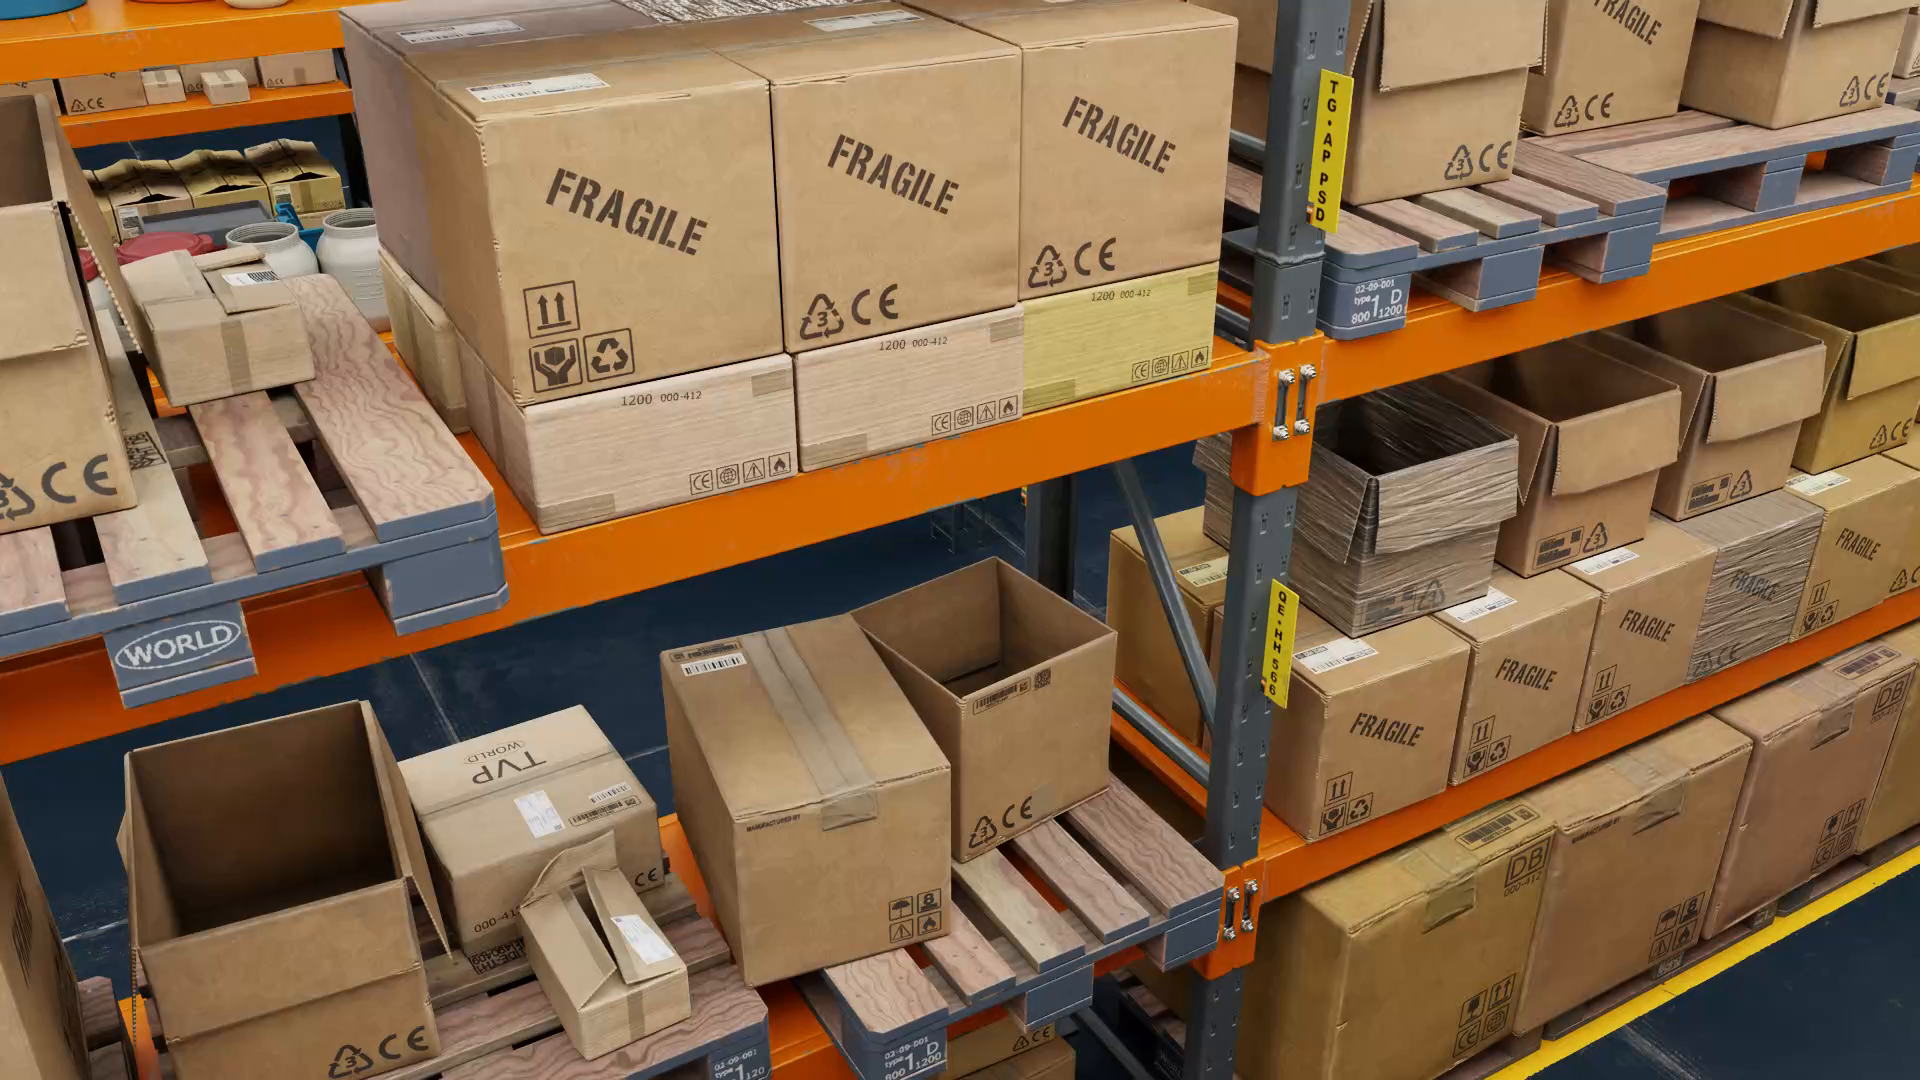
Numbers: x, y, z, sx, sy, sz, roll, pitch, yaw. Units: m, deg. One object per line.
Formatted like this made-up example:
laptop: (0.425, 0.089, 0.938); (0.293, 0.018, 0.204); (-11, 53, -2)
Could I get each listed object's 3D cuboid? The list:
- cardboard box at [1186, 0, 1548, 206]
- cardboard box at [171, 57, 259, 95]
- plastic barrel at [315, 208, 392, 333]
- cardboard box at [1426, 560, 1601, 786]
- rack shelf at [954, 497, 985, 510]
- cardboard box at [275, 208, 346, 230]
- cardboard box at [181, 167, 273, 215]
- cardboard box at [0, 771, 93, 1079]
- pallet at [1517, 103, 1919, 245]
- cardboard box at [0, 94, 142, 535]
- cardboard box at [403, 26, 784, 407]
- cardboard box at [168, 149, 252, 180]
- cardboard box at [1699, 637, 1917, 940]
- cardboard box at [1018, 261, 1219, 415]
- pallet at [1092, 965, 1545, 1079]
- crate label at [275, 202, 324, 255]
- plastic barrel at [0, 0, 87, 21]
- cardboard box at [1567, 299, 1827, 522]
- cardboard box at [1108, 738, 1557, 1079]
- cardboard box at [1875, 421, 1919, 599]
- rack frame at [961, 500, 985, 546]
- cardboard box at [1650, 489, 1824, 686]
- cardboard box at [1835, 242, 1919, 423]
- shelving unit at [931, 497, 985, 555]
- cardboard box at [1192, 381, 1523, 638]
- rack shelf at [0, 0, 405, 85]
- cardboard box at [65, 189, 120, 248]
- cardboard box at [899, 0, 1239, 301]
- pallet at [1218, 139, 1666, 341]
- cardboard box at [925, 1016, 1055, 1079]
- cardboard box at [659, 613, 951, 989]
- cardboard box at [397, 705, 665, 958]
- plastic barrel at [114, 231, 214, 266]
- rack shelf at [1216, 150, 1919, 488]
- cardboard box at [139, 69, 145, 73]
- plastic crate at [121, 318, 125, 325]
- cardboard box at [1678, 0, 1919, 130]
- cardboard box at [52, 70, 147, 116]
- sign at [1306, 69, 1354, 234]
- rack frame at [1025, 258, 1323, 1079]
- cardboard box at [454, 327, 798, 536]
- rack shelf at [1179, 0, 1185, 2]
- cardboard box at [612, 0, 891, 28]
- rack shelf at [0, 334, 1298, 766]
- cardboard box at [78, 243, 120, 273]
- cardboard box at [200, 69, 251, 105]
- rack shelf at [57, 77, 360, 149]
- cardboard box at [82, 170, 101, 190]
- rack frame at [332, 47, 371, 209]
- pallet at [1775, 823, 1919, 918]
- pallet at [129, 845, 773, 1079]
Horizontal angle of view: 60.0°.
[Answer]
cardboard box: (0.985, -1.218, 4.207); (0.637, 0.503, 0.797); (-14, 32, -23)
cardboard box: (-5.389, -3.447, 11.983); (0.500, 0.311, 0.500); (-16, 33, -27)
plastic barrel: (-2.793, -1.268, 7.827); (0.421, 0.512, 0.421); (0, 29, 0)
cardboard box: (1.496, 0.327, 4.949); (0.500, 0.500, 0.500); (-17, 33, -28)
rack shelf: (-0.012, -0.273, 8.591); (0.180, 0.103, 0.258); (-16, 33, -26)
cardboard box: (-4.850, -2.374, 12.358); (0.500, 0.250, 0.500); (-15, 32, -25)
cardboard box: (-5.292, -2.489, 11.986); (0.500, 0.311, 0.500); (-16, 33, -27)
cardboard box: (-2.197, 0.900, 2.959); (1.000, 1.000, 1.000); (-16, 33, -26)
pallet: (1.986, -1.182, 4.878); (1.213, 0.211, 1.003); (-14, 32, -24)
cardboard box: (-1.686, -0.364, 2.660); (0.637, 0.503, 0.797); (-14, 32, -24)
cardboard box: (-0.660, -0.606, 3.019); (0.500, 0.500, 0.500); (-15, 32, -25)
cardboard box: (-5.569, -2.712, 12.390); (0.500, 0.311, 0.500); (-17, 33, -28)
cardboard box: (2.632, 0.655, 6.223); (0.875, 0.875, 1.225); (-17, 33, -28)
cardboard box: (0.210, -0.525, 3.648); (0.500, 0.250, 0.500); (-16, 33, -26)
pallet: (1.213, 1.563, 5.699); (1.213, 0.211, 1.003); (-16, 33, -26)
crate label: (-3.007, -1.445, 8.226); (0.616, 0.435, 0.502); (-16, 33, -26)
plastic barrel: (-4.006, -2.648, 6.821); (0.708, 0.901, 0.600); (-16, 33, -26)
cardboard box: (2.272, -0.477, 5.368); (0.637, 0.503, 0.797); (-15, 32, -25)
cardboard box: (1.101, 1.090, 5.435); (0.875, 0.875, 1.225); (-17, 33, -29)
cardboard box: (3.249, -0.173, 5.855); (0.500, 0.500, 0.500); (-15, 32, -25)
rack frame: (0.066, -0.544, 8.494); (0.006, 1.200, 0.240); (-16, 33, -26)
cardboard box: (2.368, 0.079, 5.399); (0.500, 0.500, 0.500); (-16, 33, -26)
cardboard box: (3.398, -0.799, 5.951); (0.637, 0.503, 0.797); (-17, 33, -28)
shelving unit: (-0.012, -0.522, 8.454); (0.189, 1.200, 0.258); (-16, 33, -26)
cardboard box: (1.134, -0.151, 4.778); (0.637, 0.503, 0.797); (-15, 32, -25)
rack shelf: (-3.738, -2.068, 7.033); (4.000, 0.370, 1.077); (-16, 33, -26)
cardboard box: (-6.161, -2.245, 11.544); (0.500, 0.311, 0.500); (-15, 32, -25)
cardboard box: (0.211, -0.851, 3.463); (0.500, 0.500, 0.500); (-15, 32, -25)
pallet: (1.024, -0.907, 4.379); (1.003, 0.211, 1.213); (-14, 32, -24)
cardboard box: (-0.067, 1.254, 4.729); (0.500, 0.250, 0.500); (-14, 32, -24)
cardboard box: (-0.381, 0.603, 4.014); (0.500, 0.500, 0.700); (-11, 31, -19)
cardboard box: (-1.066, 0.700, 4.098); (0.500, 0.250, 0.500); (-17, 33, -28)
plastic barrel: (-3.521, -1.068, 7.441); (0.433, 0.535, 0.433); (0, 29, 0)
rack shelf: (2.220, -0.984, 5.069); (4.000, 0.370, 1.077); (-16, 33, -26)
cardboard box: (-8.130, -4.509, 15.948); (0.500, 0.500, 0.700); (-16, 33, -26)
plastic crate: (-4.104, -1.032, 7.734); (0.662, 0.188, 0.450); (-16, 33, -26)
cardboard box: (2.246, -1.548, 4.804); (0.637, 0.503, 0.797); (-16, 33, -27)
cardboard box: (-5.958, -3.250, 11.432); (0.500, 0.500, 0.500); (-18, 34, -29)
sign: (0.769, -0.809, 3.473); (0.005, 0.325, 0.100); (-16, 33, -26)
rack frame: (0.495, 0.504, 4.733); (0.127, 3.000, 1.000); (-16, 33, -26)
cardboard box: (-0.645, -0.277, 3.197); (0.500, 0.250, 0.500); (-15, 32, -25)
rack shelf: (0.653, -4.778, 15.047); (4.000, 0.370, 1.077); (-16, 33, -26)
cardboard box: (-0.479, -0.942, 3.627); (0.500, 0.500, 0.500); (-16, 33, -26)
rack shelf: (-1.229, -0.005, 3.295); (4.000, 0.370, 1.077); (-16, 33, -26)
cardboard box: (-6.170, -1.997, 11.675); (0.500, 0.250, 0.500); (-15, 32, -25)
cardboard box: (-5.155, -3.179, 11.665); (0.250, 0.149, 0.380); (-16, 33, -26)
rack shelf: (-6.244, -2.819, 11.499); (4.000, 0.370, 1.077); (-16, 33, -26)
cardboard box: (-6.453, -2.462, 11.937); (0.500, 0.311, 0.500); (-16, 33, -27)
rack frame: (-4.520, -3.624, 12.212); (0.127, 3.000, 1.000); (-16, 33, -26)
pallet: (3.317, 0.966, 6.782); (1.213, 0.211, 1.003); (-16, 33, -26)
pallet: (-1.191, 1.089, 3.870); (1.213, 0.211, 1.003); (-16, 33, -26)
